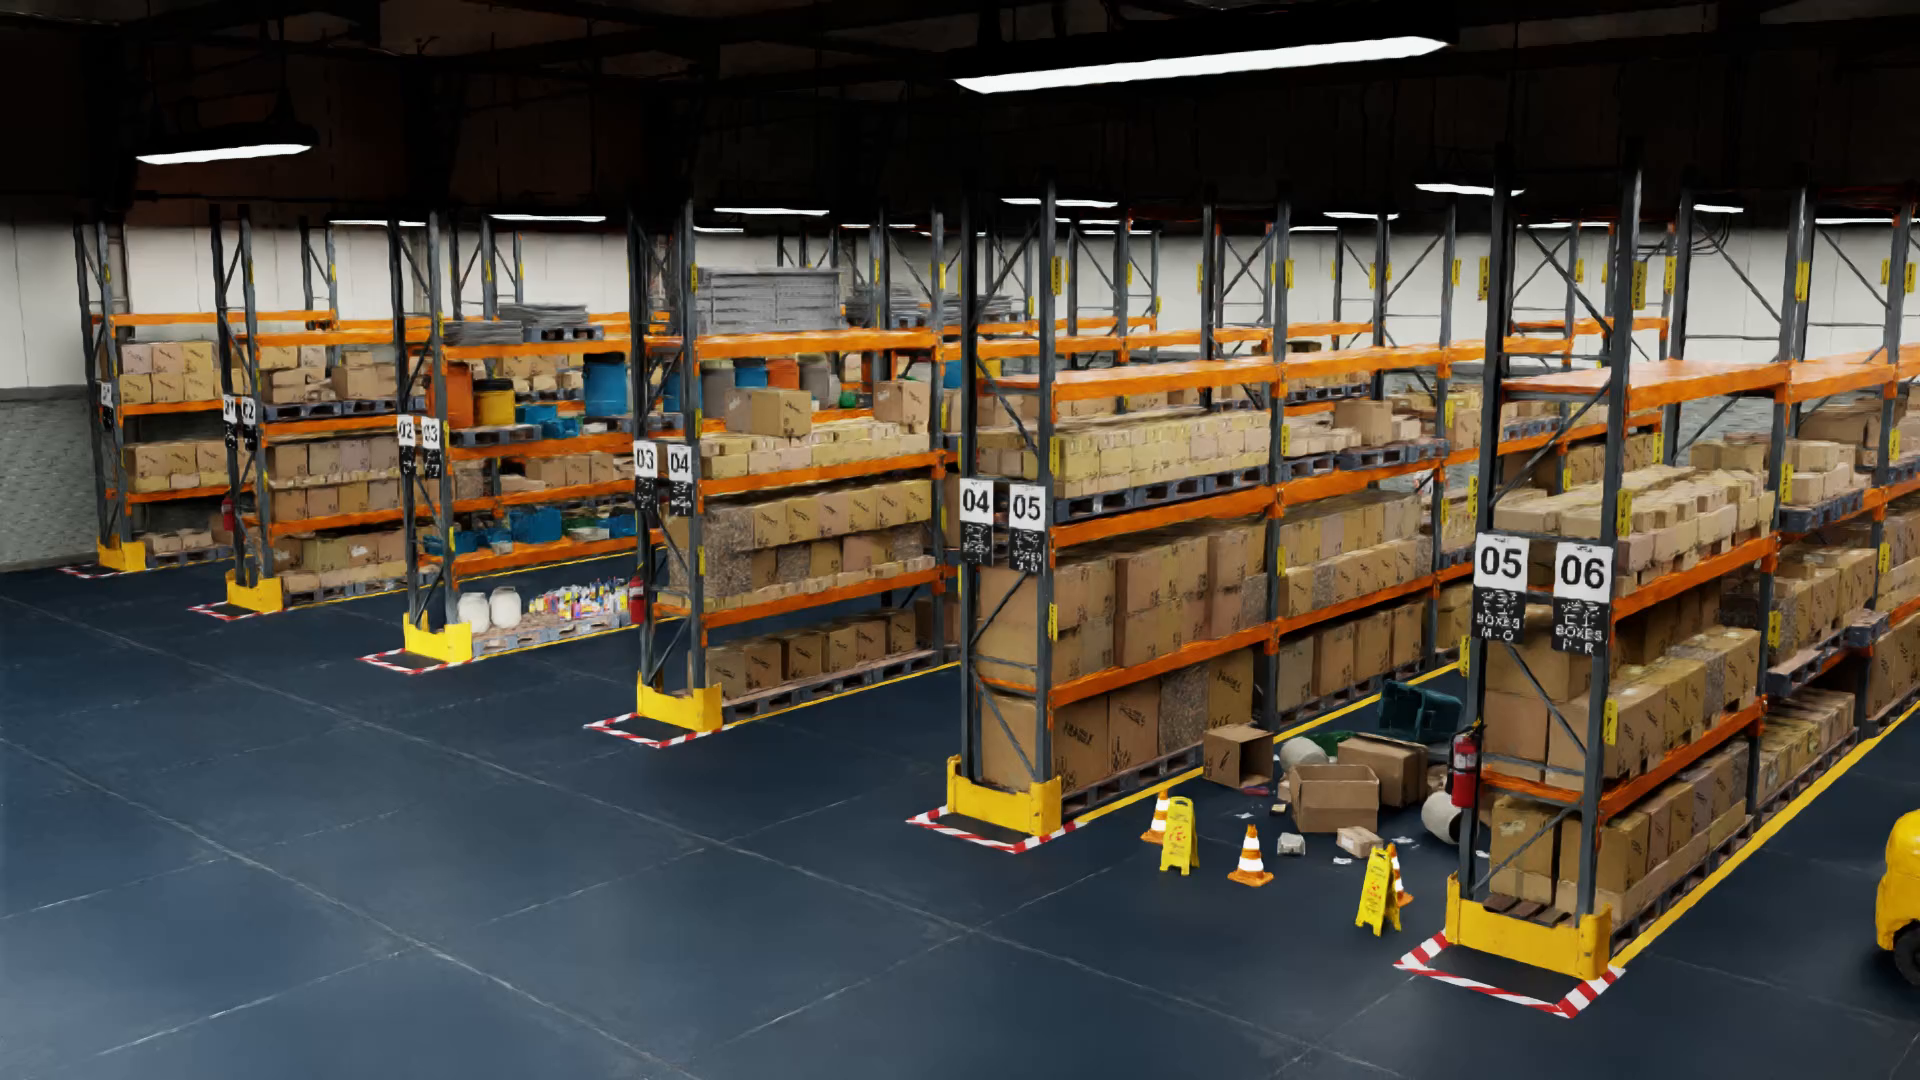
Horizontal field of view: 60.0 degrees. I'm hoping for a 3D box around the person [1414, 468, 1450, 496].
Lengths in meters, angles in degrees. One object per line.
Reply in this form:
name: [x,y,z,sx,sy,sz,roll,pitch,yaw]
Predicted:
person: [8.822,-0.825,31.052,0.692,1.702,0.788,3,10,20]
